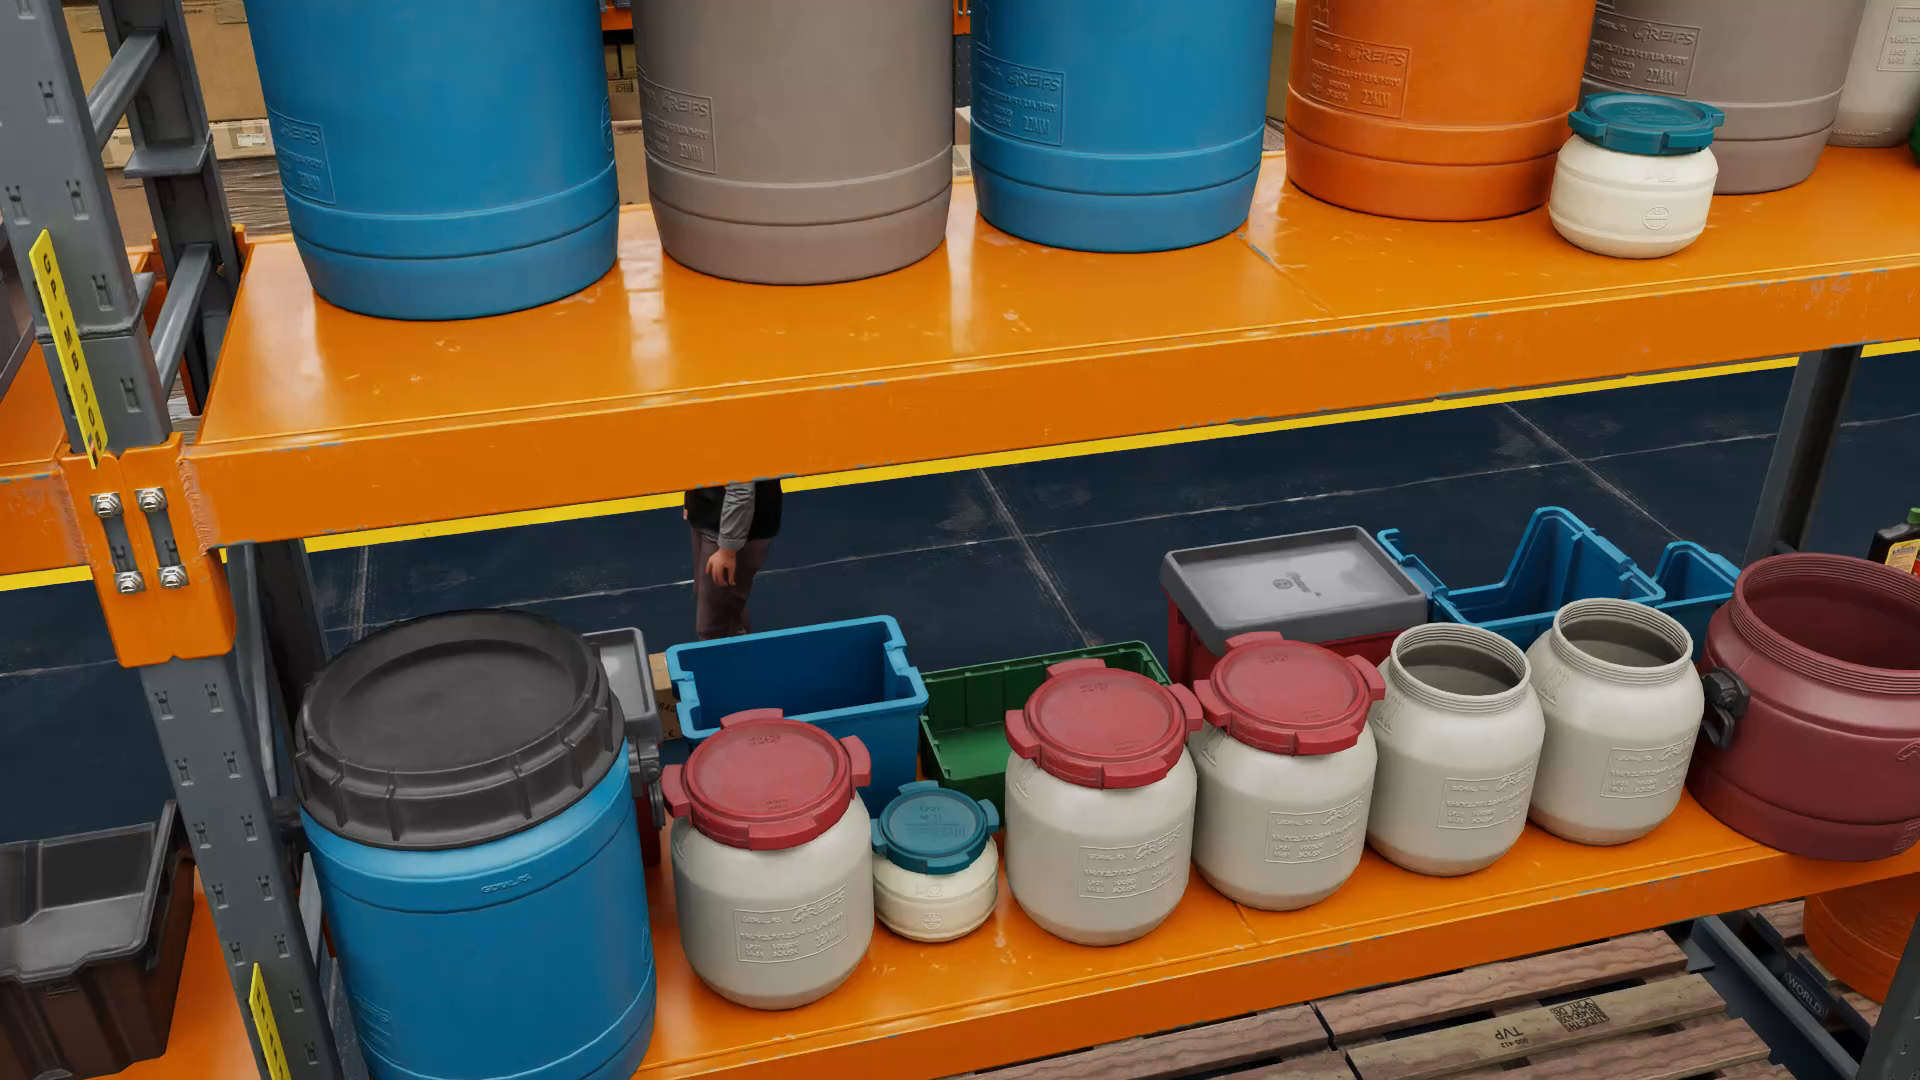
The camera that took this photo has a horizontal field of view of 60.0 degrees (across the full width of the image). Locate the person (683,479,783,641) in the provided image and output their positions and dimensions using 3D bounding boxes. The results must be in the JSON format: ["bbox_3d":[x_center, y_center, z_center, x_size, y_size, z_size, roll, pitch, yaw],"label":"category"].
[{"bbox_3d":[-0.900,-0.056,6.250,0.465,1.722,0.590,-9,31,-15],"label":"person"}]
